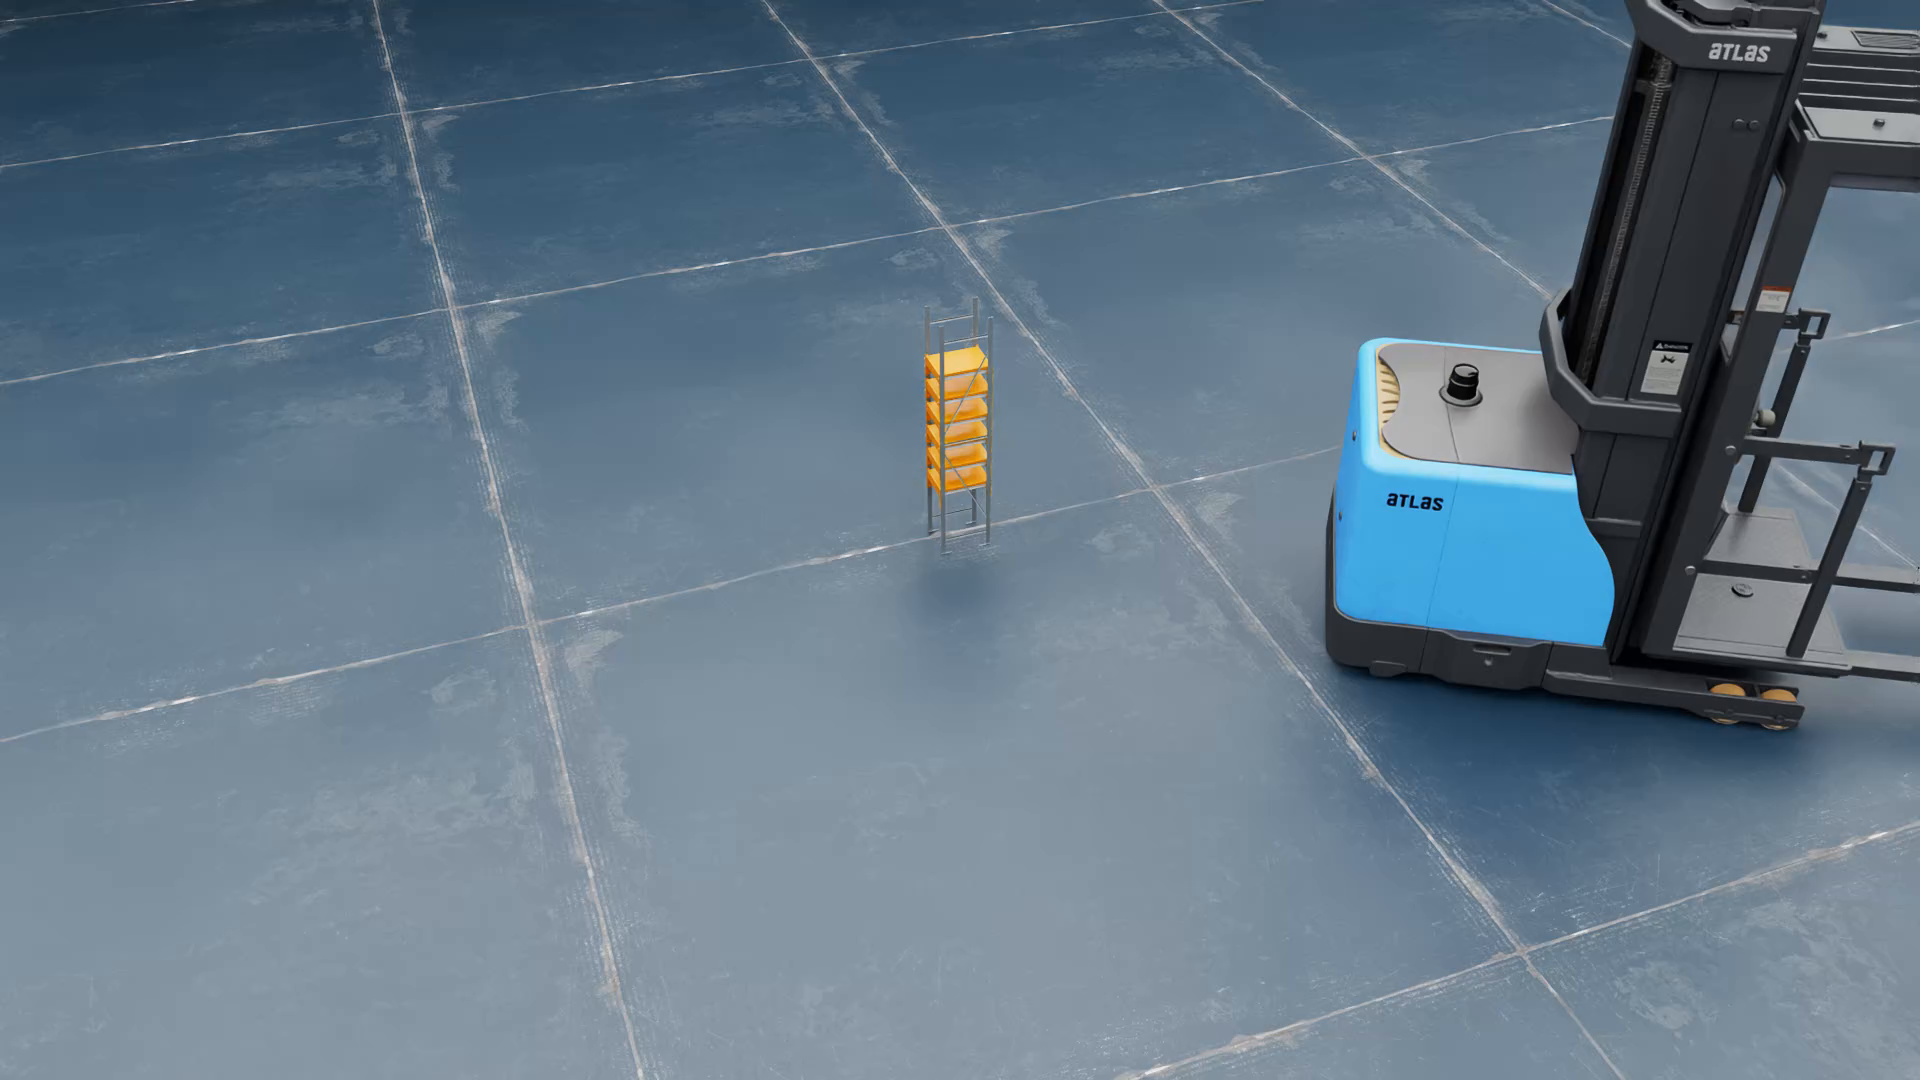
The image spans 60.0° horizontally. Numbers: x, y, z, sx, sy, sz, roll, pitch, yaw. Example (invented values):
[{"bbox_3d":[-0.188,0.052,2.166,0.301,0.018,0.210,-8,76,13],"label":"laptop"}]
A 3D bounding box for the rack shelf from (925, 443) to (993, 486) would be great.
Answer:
[{"bbox_3d":[-0.005,-0.356,7.499,0.258,0.103,0.180,-12,39,-16],"label":"rack shelf"}]

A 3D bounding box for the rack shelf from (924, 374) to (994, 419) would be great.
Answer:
[{"bbox_3d":[-0.005,-0.644,7.282,0.258,0.103,0.180,-12,39,-16],"label":"rack shelf"}]

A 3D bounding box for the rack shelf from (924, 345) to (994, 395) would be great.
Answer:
[{"bbox_3d":[-0.005,-0.739,7.210,0.258,0.103,0.180,-12,39,-16],"label":"rack shelf"}]

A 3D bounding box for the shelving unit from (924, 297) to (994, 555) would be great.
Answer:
[{"bbox_3d":[-0.005,-0.487,7.400,0.258,1.200,0.189,-12,39,-16],"label":"shelving unit"}]

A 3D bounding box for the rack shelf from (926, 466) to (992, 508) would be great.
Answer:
[{"bbox_3d":[-0.005,-0.260,7.571,0.258,0.103,0.180,-12,39,-16],"label":"rack shelf"}]

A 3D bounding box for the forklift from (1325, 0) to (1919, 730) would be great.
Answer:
[{"bbox_3d":[3.111,-0.750,6.310,3.031,2.935,1.130,6,37,8],"label":"forklift"}]

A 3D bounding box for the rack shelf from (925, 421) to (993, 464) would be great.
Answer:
[{"bbox_3d":[-0.005,-0.452,7.427,0.258,0.103,0.180,-12,39,-16],"label":"rack shelf"}]

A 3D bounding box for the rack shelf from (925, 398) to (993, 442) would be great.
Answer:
[{"bbox_3d":[-0.005,-0.548,7.354,0.258,0.103,0.180,-12,39,-16],"label":"rack shelf"}]

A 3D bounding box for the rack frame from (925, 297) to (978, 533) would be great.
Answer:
[{"bbox_3d":[-0.036,-0.539,7.468,0.240,1.200,0.006,-12,39,-16],"label":"rack frame"}]

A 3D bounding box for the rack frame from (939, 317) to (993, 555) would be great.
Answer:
[{"bbox_3d":[0.026,-0.436,7.331,0.240,1.200,0.006,-12,39,-16],"label":"rack frame"}]
